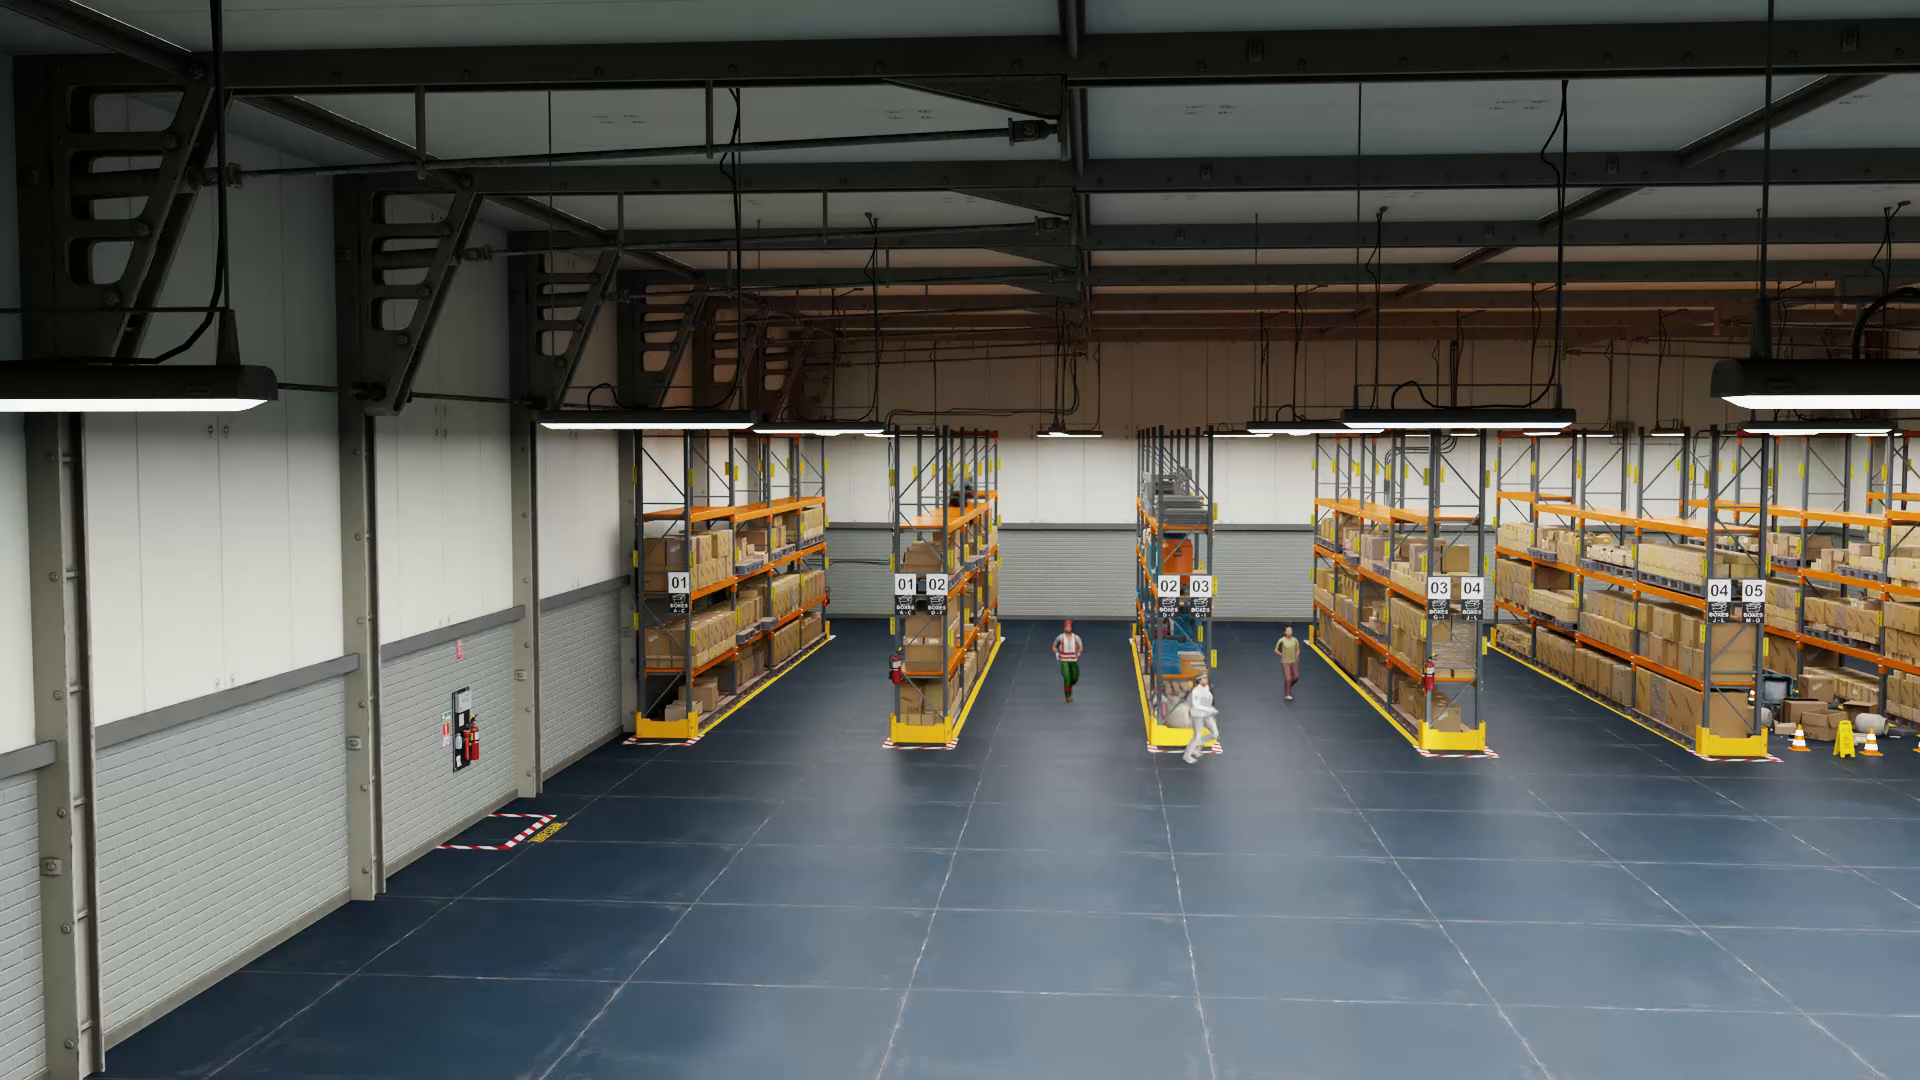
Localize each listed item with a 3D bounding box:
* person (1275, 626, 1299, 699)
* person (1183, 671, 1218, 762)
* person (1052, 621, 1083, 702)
[{"bbox_3d":[7.254,2.700,36.742,0.577,1.621,0.562,0,3,-7],"label":"person"},{"bbox_3d":[4.308,3.121,29.442,0.715,1.654,0.643,3,5,44],"label":"person"},{"bbox_3d":[2.357,2.640,36.292,0.663,1.746,0.780,0,3,-8],"label":"person"}]
